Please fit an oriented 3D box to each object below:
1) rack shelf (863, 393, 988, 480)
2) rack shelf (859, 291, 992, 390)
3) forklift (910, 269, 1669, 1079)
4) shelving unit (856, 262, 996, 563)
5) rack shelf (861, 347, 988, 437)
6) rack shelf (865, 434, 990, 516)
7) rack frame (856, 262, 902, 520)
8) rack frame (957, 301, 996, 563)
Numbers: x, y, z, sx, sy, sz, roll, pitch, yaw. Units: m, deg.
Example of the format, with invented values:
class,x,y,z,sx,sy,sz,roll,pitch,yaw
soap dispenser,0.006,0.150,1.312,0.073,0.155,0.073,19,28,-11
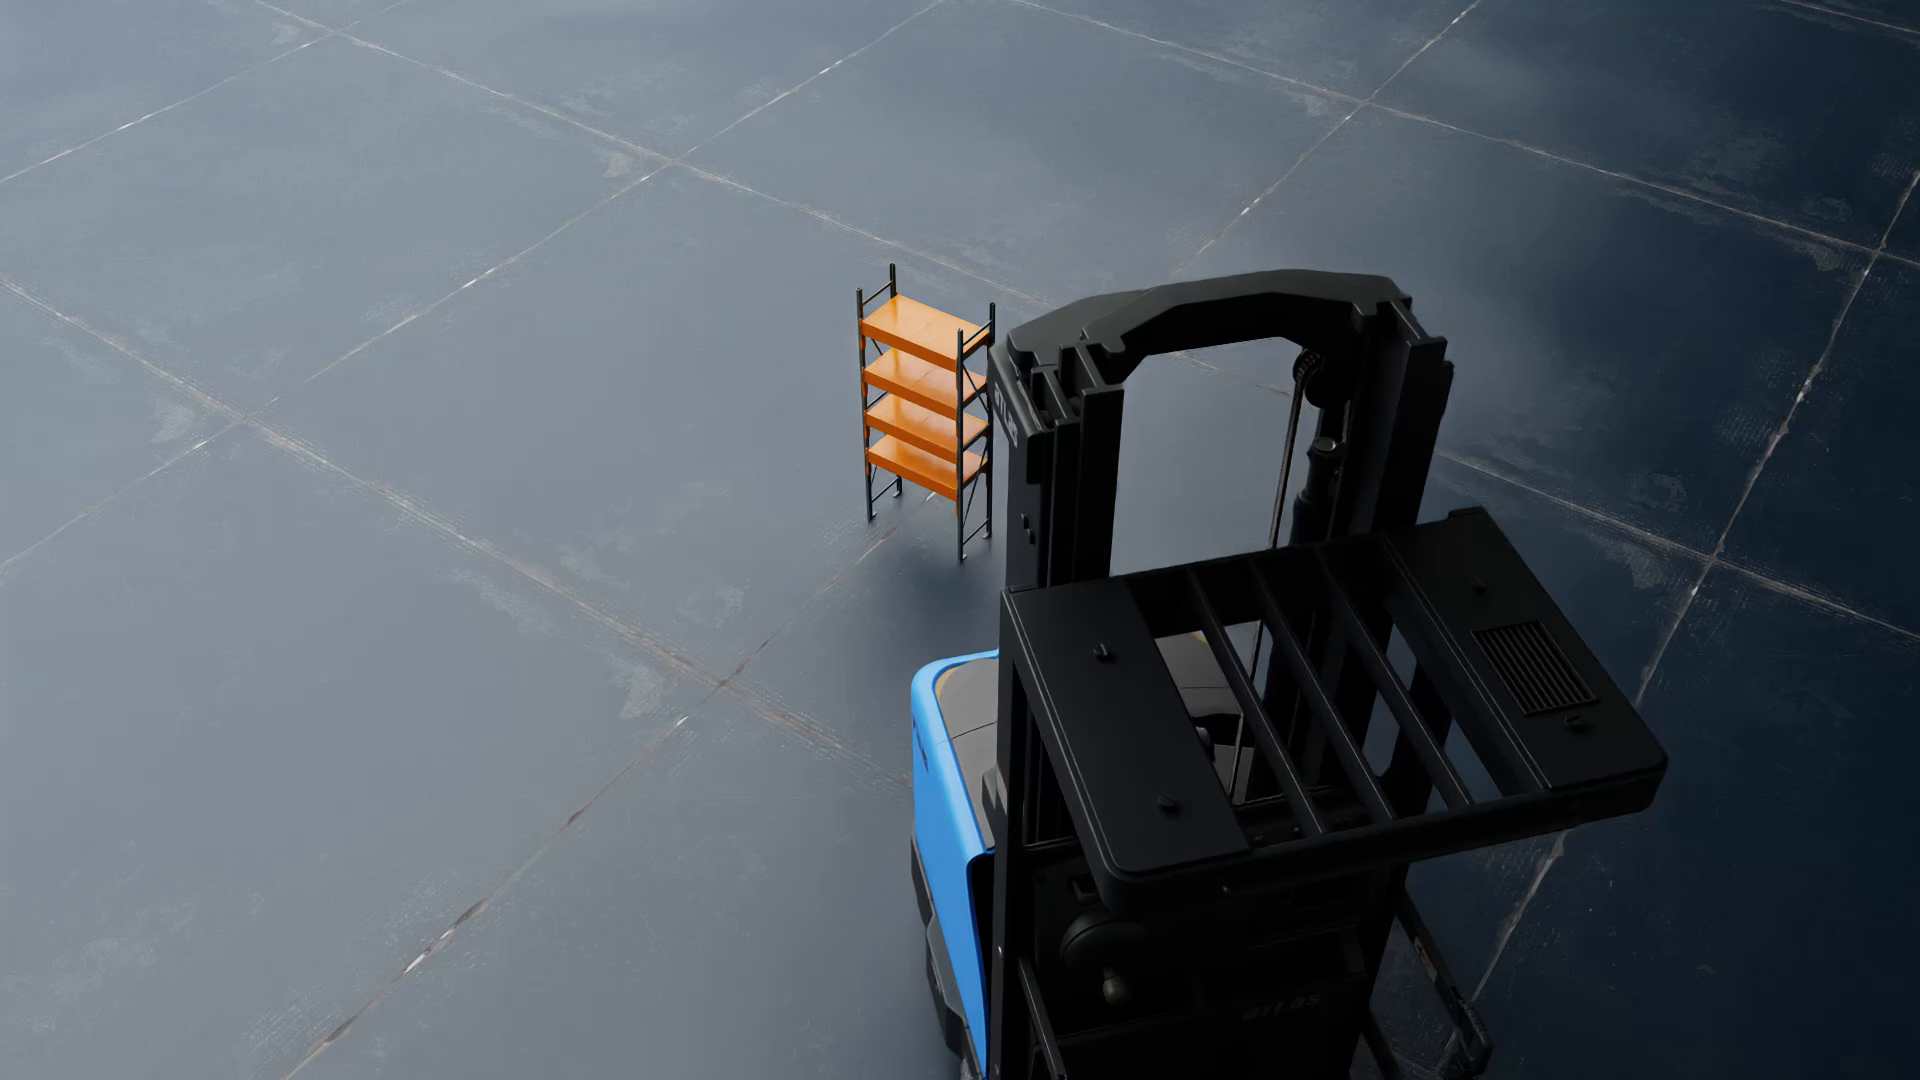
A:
class,x,y,z,sx,sy,sz,roll,pitch,yaw
rack shelf,-0.136,-0.460,6.966,0.480,0.148,0.258,25,48,25
rack shelf,-0.136,-0.803,6.659,0.480,0.148,0.258,25,48,25
forklift,0.681,0.974,3.964,1.130,2.935,3.031,-9,43,-10
shelving unit,-0.136,-0.511,6.921,0.503,1.200,0.258,25,48,25
rack shelf,-0.136,-0.627,6.816,0.480,0.148,0.258,25,48,25
rack shelf,-0.136,-0.312,7.098,0.480,0.148,0.258,25,48,25
rack frame,-0.335,-0.604,7.025,0.015,1.200,0.240,25,48,25
rack frame,0.064,-0.417,6.816,0.015,1.200,0.240,25,48,25
